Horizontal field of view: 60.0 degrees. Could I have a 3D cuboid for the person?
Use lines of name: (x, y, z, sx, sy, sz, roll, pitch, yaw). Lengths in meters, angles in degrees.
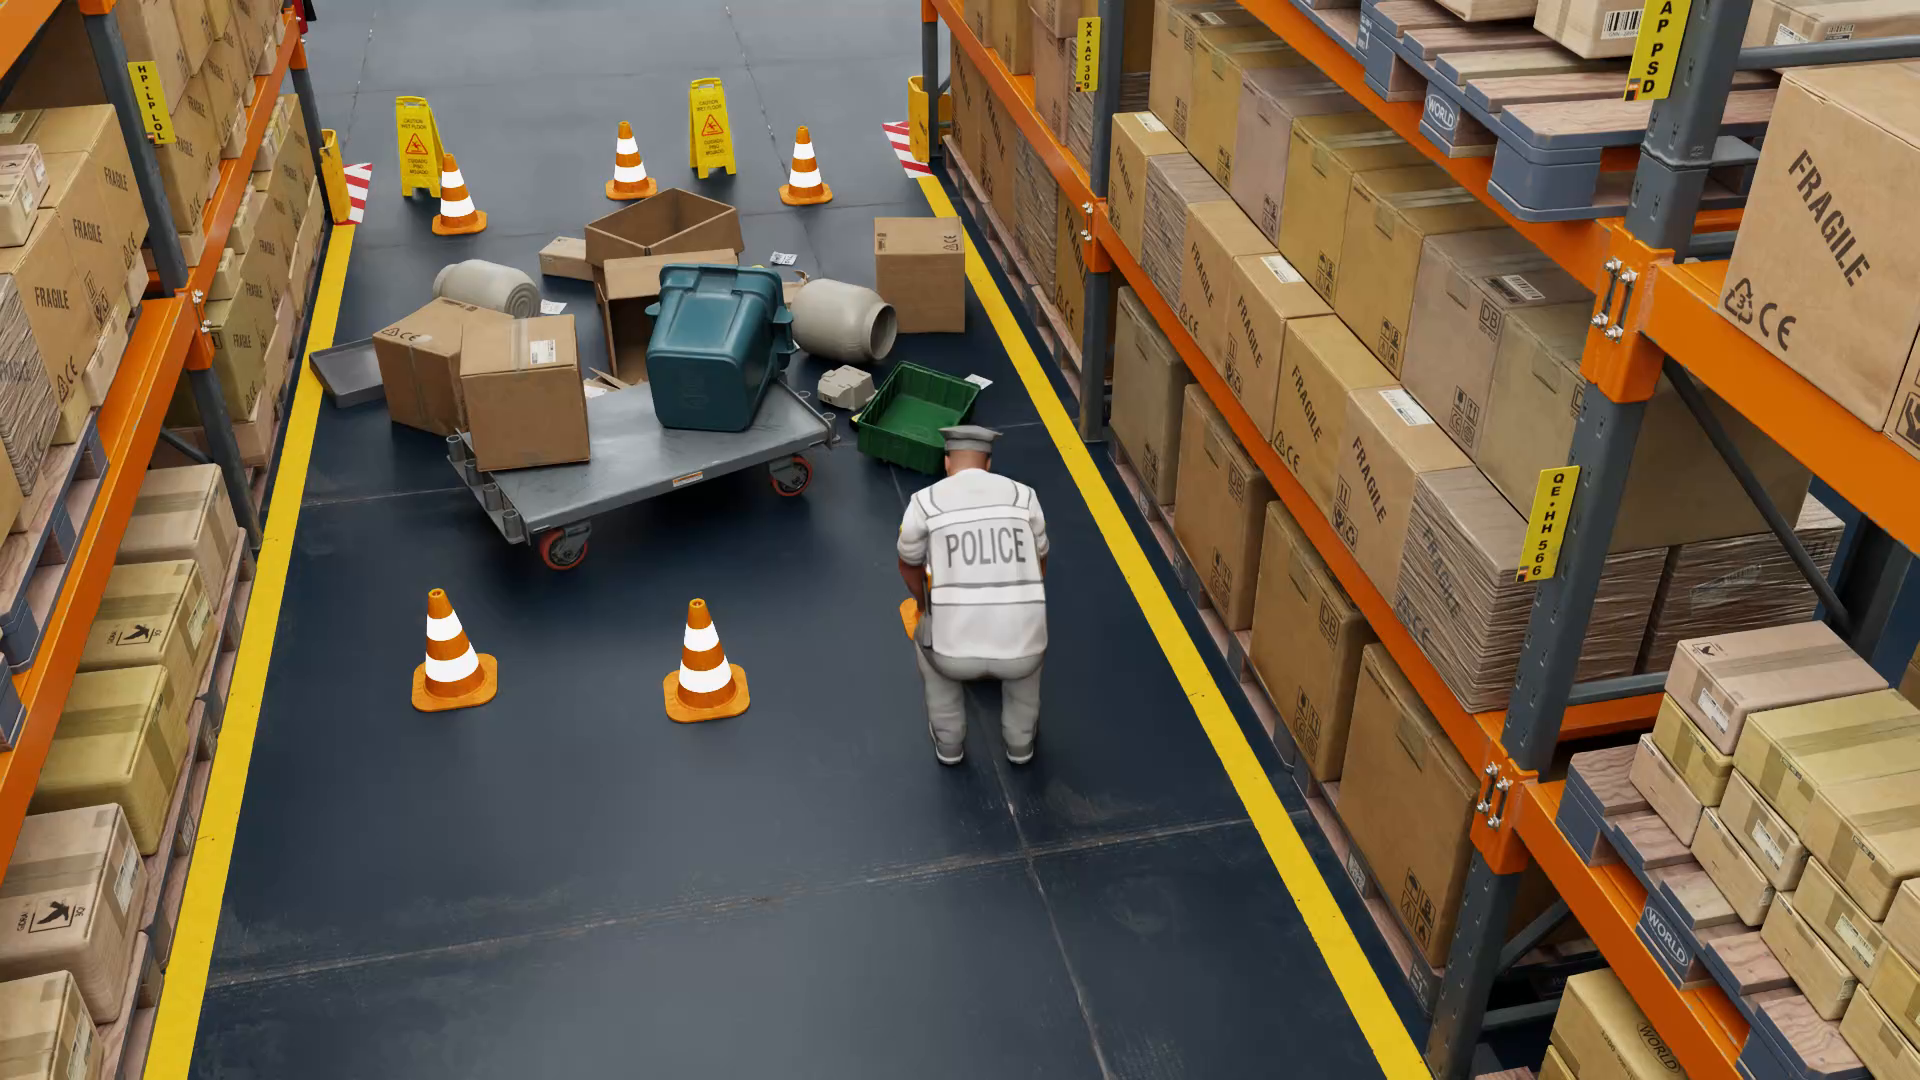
person: (0.053, 0.233, 6.287, 0.577, 1.202, 0.900, 0, 34, 0)
